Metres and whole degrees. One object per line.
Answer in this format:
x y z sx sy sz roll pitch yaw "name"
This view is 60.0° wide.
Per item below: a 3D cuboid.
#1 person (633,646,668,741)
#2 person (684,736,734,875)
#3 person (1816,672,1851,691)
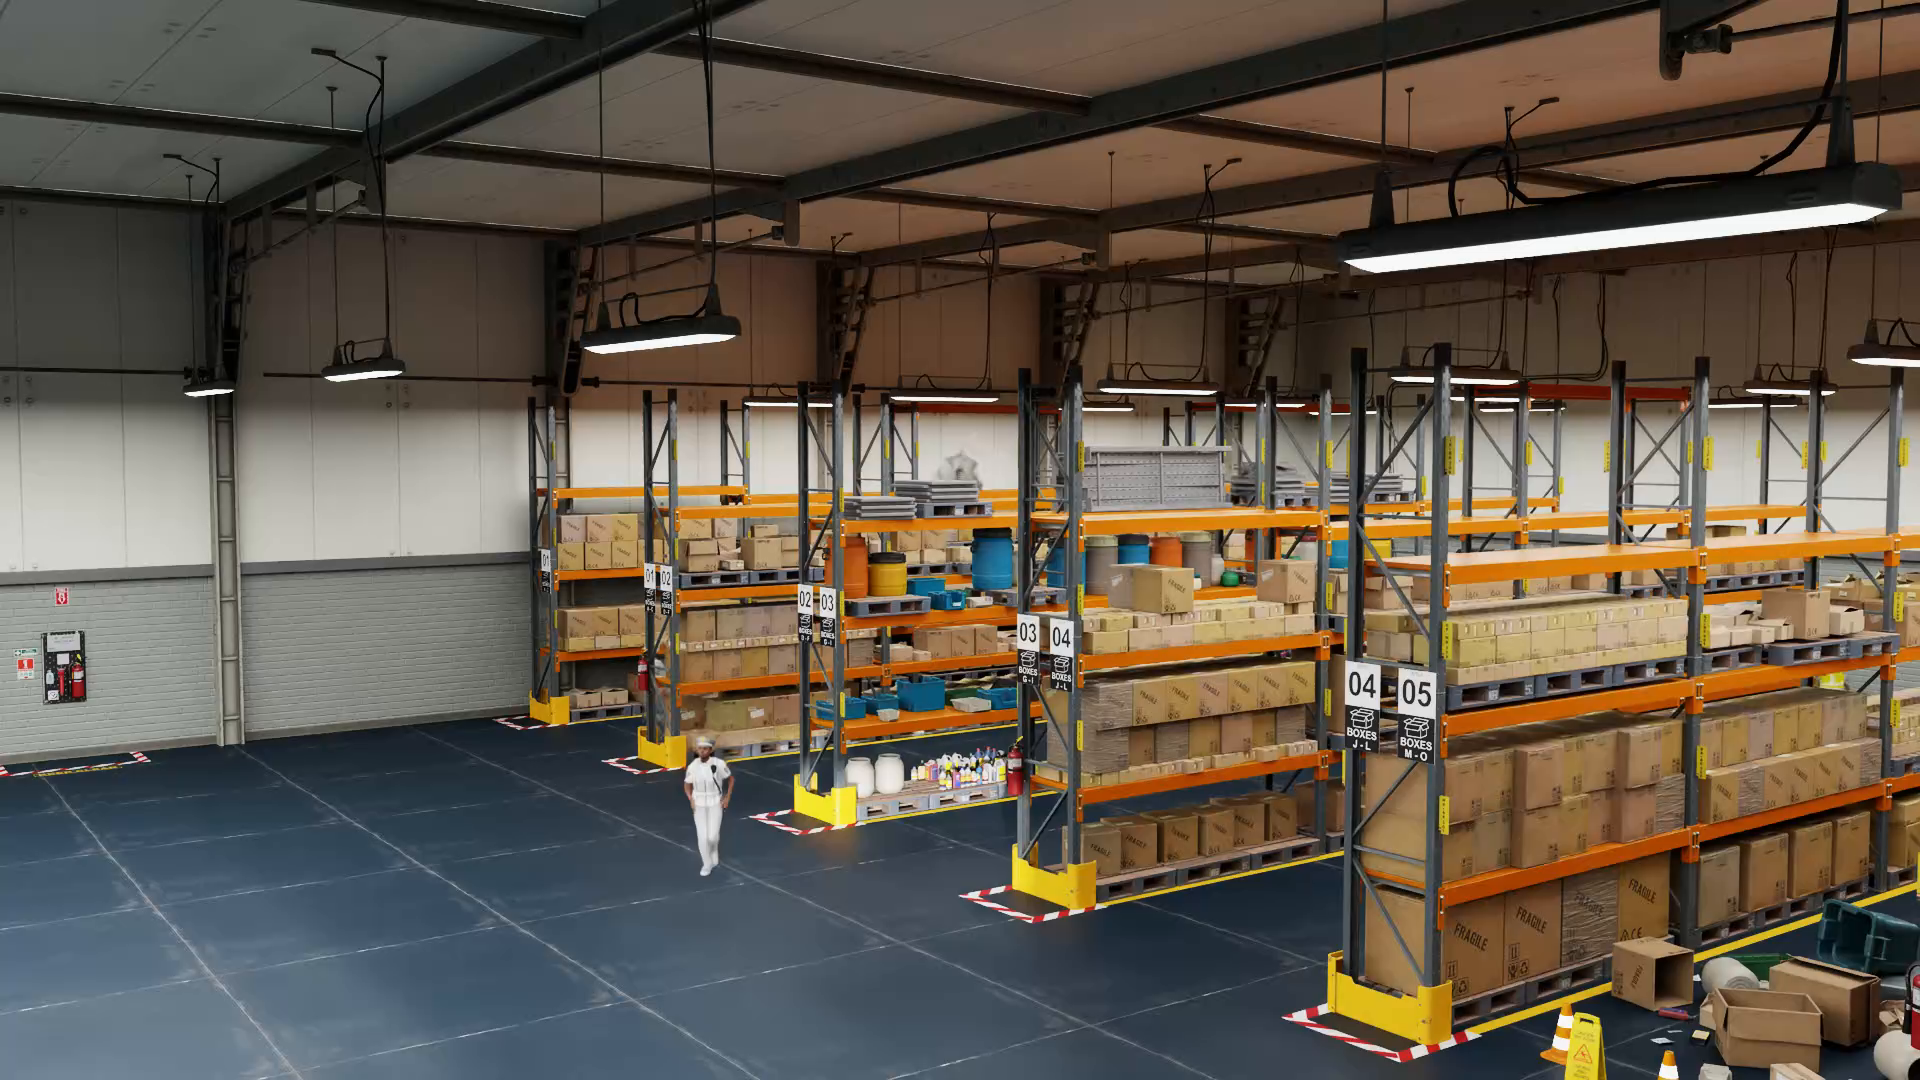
-5.248 2.623 28.486 0.635 1.731 0.663 -2 4 -35 "person"
-3.013 3.168 19.831 0.586 1.664 0.479 0 3 1 "person"
14.996 2.613 28.622 0.733 1.710 0.642 -2 4 -29 "person"
